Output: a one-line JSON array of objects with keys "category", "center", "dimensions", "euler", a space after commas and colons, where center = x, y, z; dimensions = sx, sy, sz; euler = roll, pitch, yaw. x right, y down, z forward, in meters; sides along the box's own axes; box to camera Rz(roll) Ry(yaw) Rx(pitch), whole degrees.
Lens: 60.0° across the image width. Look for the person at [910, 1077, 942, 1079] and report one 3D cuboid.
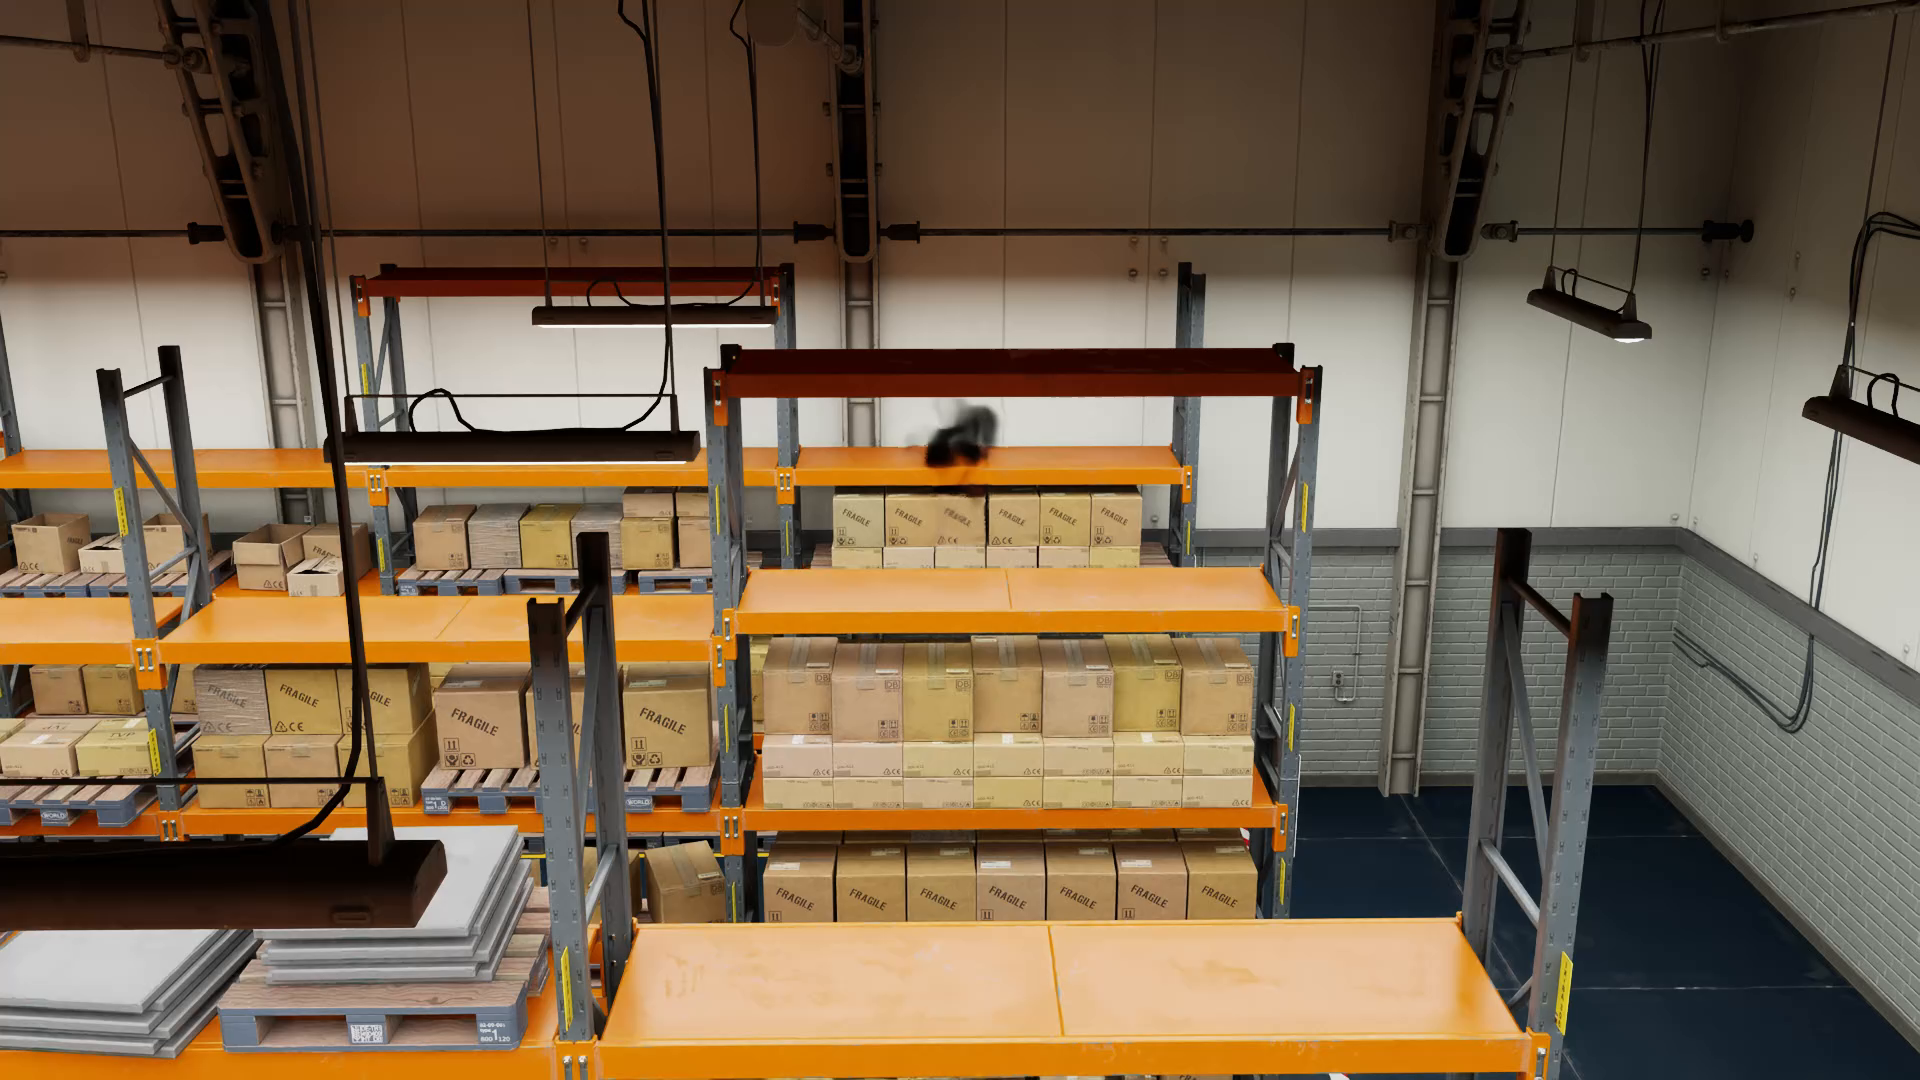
[{"category": "person", "center": [-0.136, 4.251, 11.048], "dimensions": [0.707, 1.653, 0.603], "euler": [-2, 16, -6]}]
